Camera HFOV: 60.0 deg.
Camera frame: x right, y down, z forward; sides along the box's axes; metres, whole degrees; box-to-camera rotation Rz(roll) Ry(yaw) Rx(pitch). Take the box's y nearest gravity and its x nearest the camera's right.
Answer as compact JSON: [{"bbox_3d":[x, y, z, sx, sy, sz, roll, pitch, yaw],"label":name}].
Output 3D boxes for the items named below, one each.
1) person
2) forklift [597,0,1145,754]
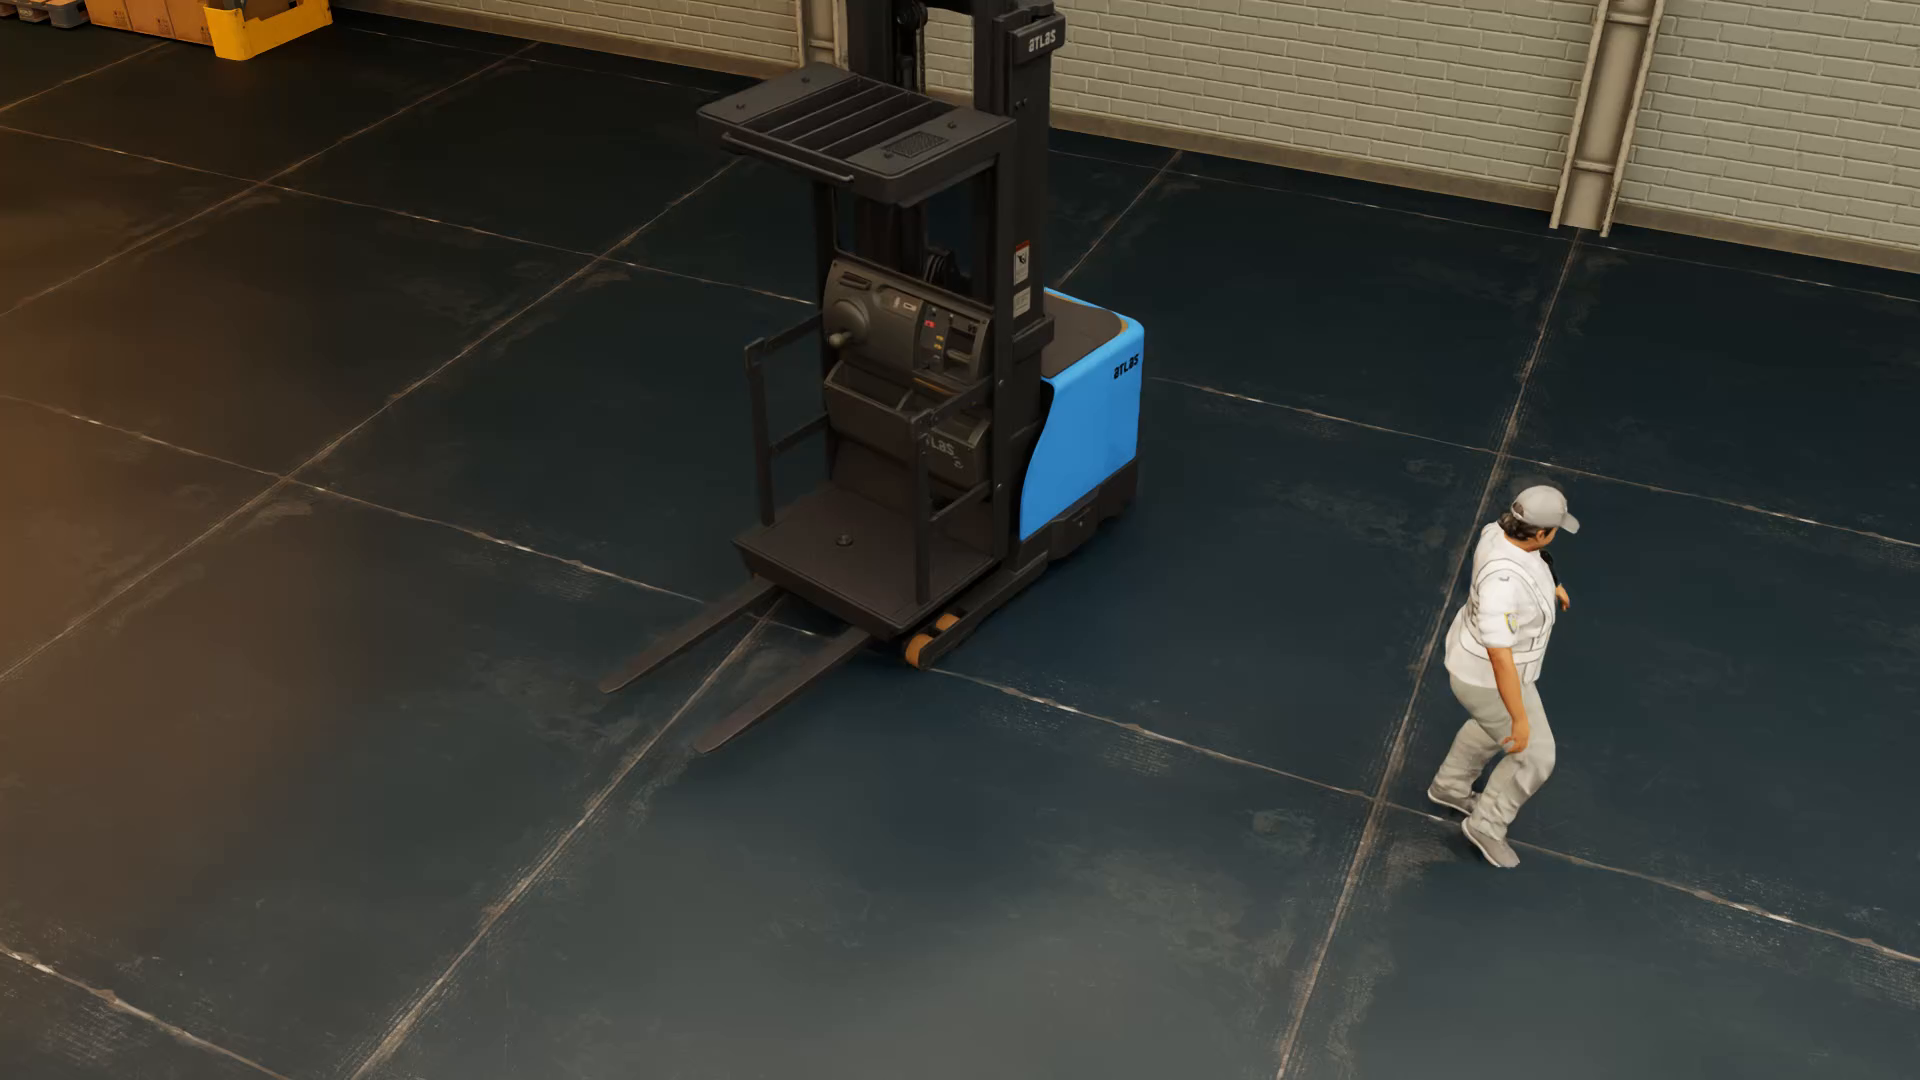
[{"bbox_3d":[2.143,0.512,6.528,0.488,1.685,0.843,11,37,15],"label":"person"},{"bbox_3d":[-0.384,-0.918,7.373,1.130,2.935,3.031,25,43,31],"label":"forklift"}]
